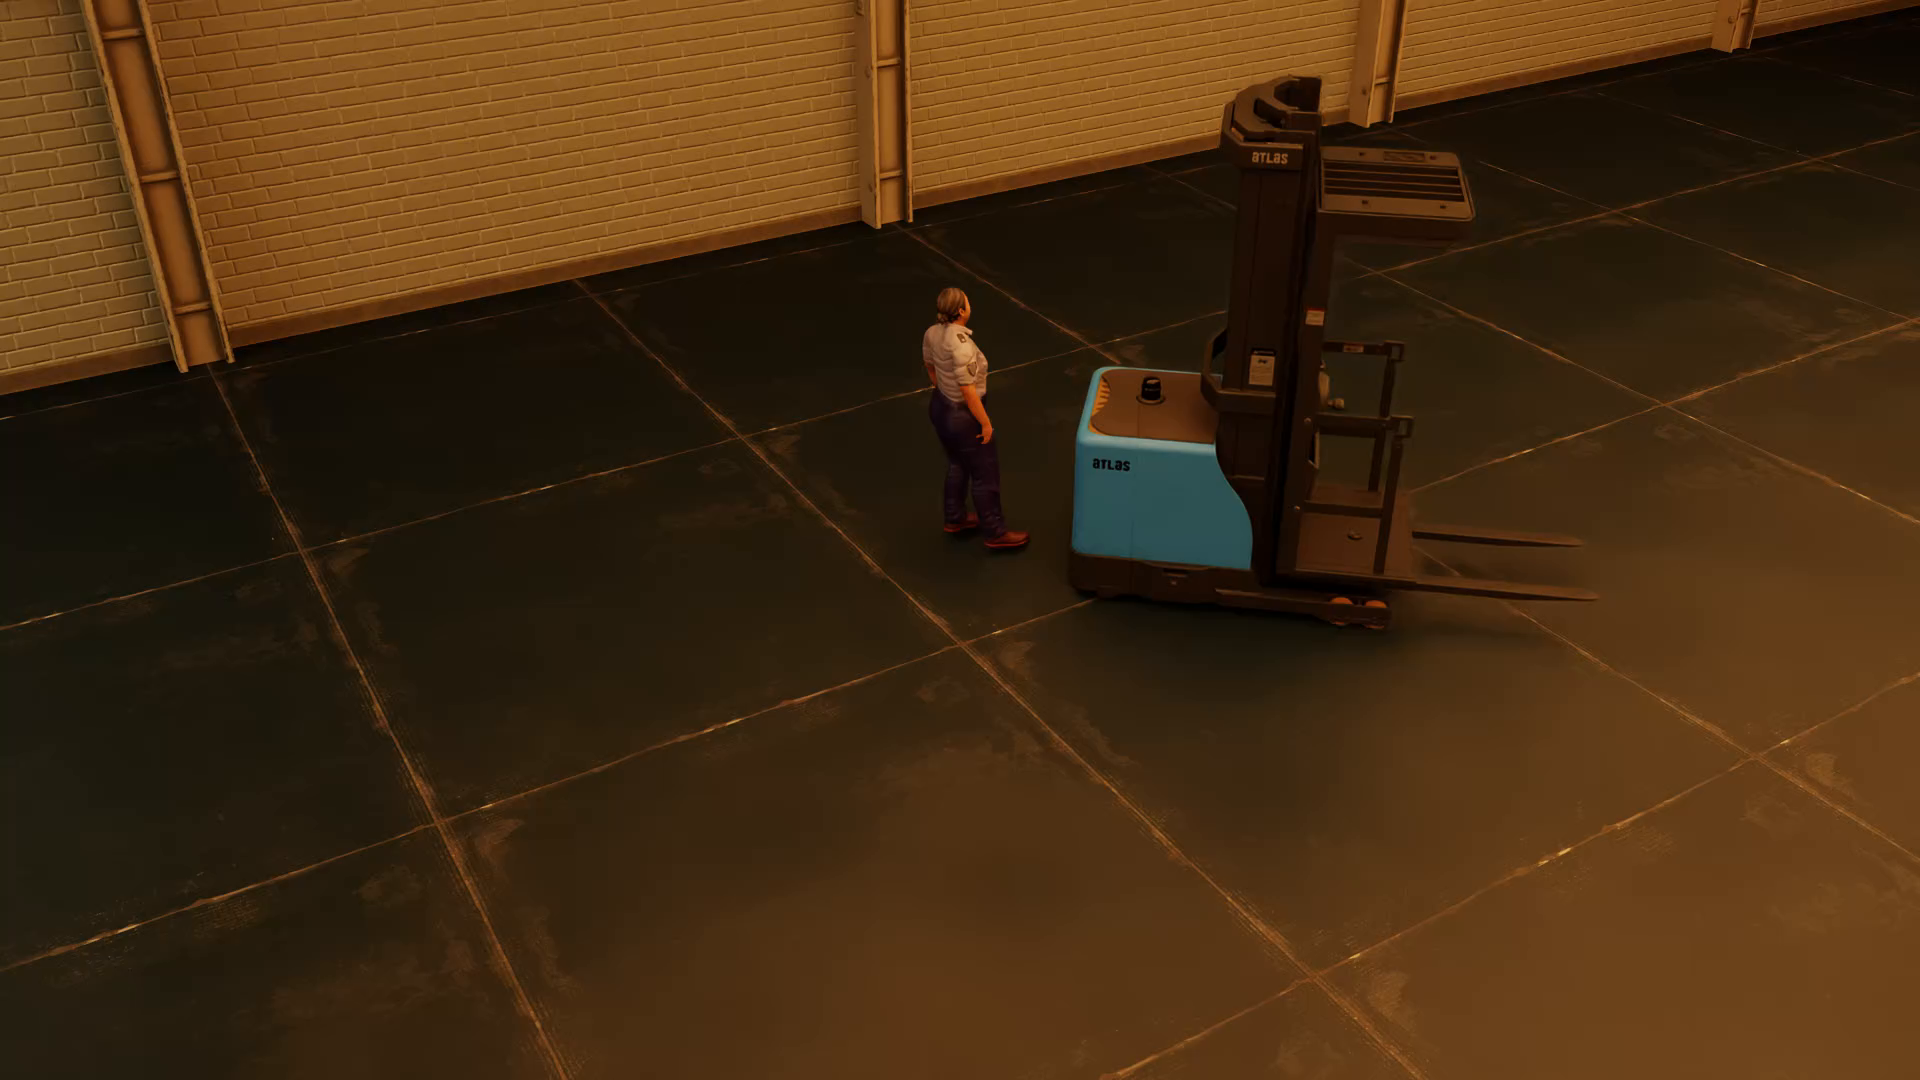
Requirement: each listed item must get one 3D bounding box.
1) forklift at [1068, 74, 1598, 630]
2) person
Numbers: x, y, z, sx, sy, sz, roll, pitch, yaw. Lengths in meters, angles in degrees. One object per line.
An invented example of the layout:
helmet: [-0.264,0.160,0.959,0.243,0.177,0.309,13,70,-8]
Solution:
forklift: [2.213,-1.036,9.377,3.031,2.935,1.130,5,31,9]
person: [0.091,-0.765,10.102,0.498,1.650,0.623,-16,35,-25]
